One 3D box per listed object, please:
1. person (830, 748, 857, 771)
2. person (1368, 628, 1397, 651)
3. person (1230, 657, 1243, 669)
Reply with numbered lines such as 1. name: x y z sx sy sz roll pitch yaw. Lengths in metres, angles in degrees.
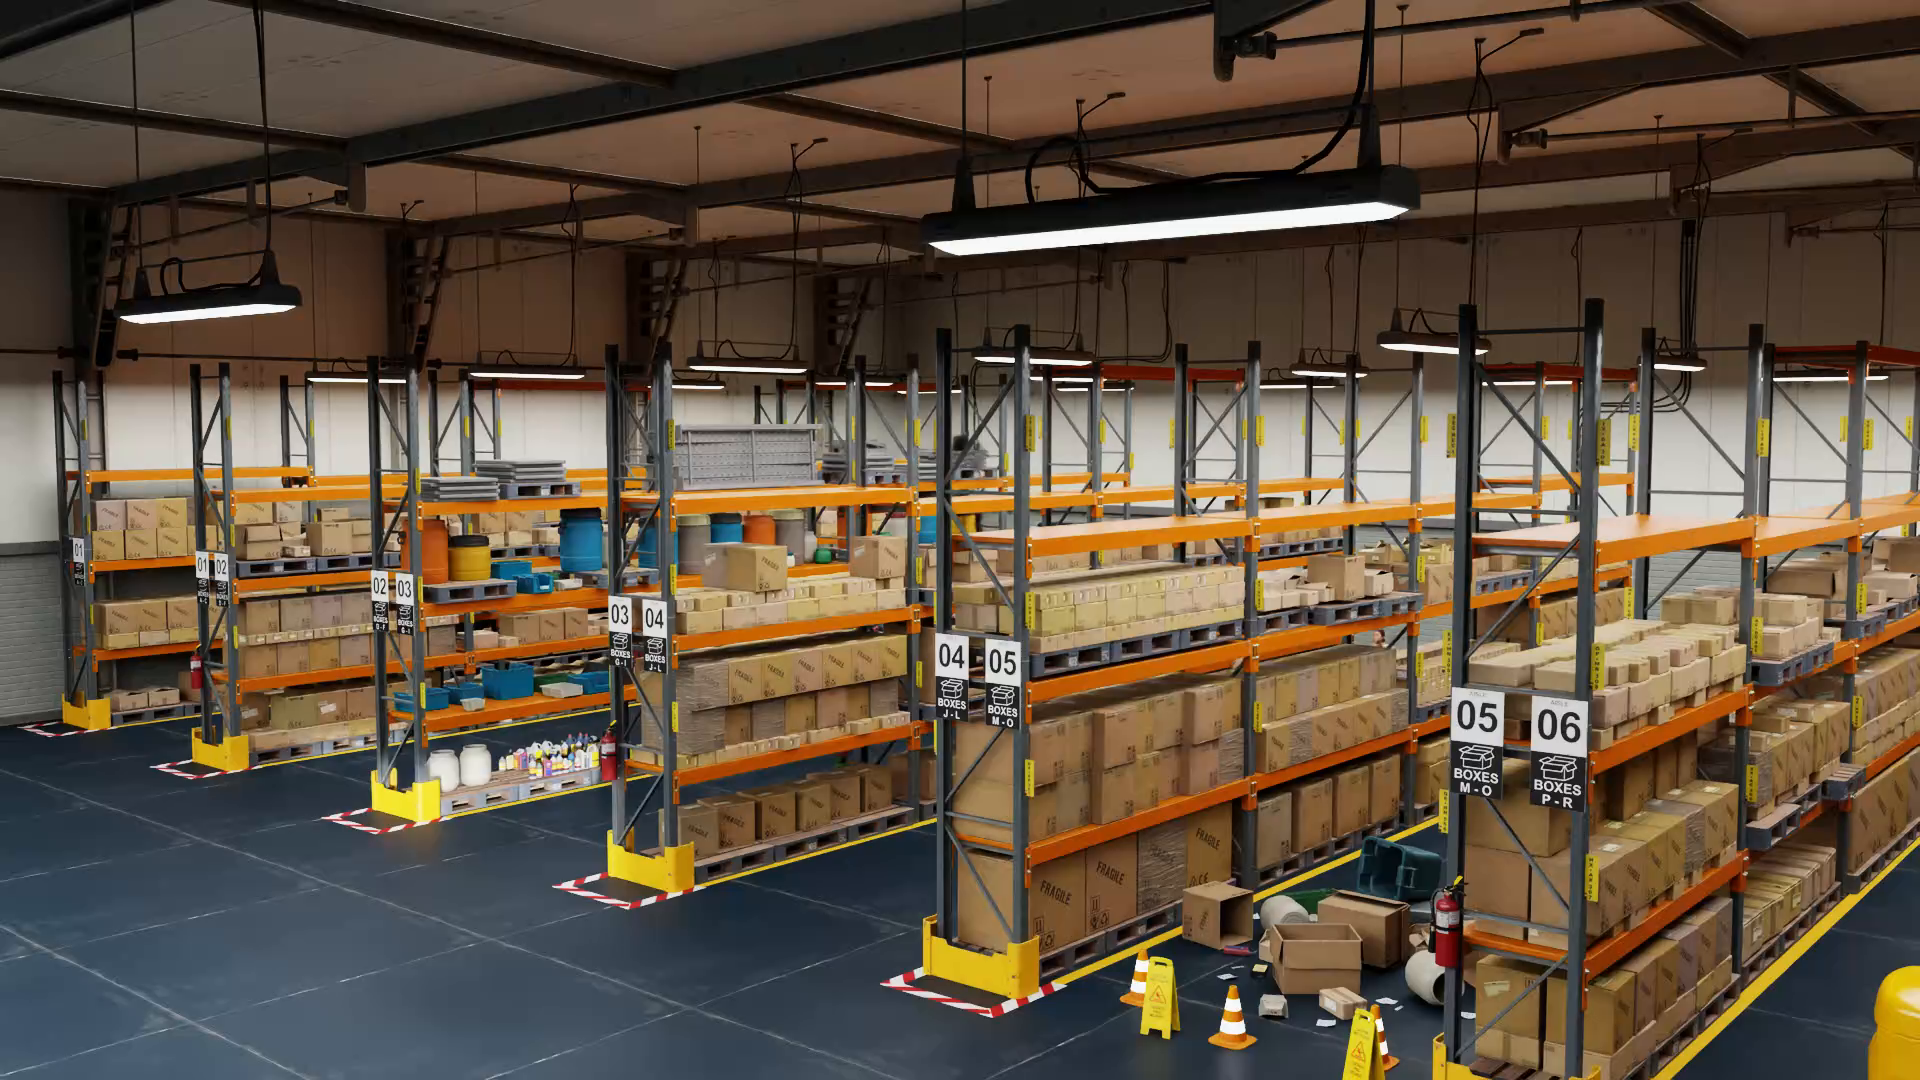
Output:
1. person: -1.676 2.531 24.385 0.766 1.776 0.743 -2 4 -21
2. person: 7.025 2.323 27.847 0.558 1.713 0.801 3 5 39
3. person: 4.232 2.587 24.792 0.610 1.640 0.803 -1 4 -20
